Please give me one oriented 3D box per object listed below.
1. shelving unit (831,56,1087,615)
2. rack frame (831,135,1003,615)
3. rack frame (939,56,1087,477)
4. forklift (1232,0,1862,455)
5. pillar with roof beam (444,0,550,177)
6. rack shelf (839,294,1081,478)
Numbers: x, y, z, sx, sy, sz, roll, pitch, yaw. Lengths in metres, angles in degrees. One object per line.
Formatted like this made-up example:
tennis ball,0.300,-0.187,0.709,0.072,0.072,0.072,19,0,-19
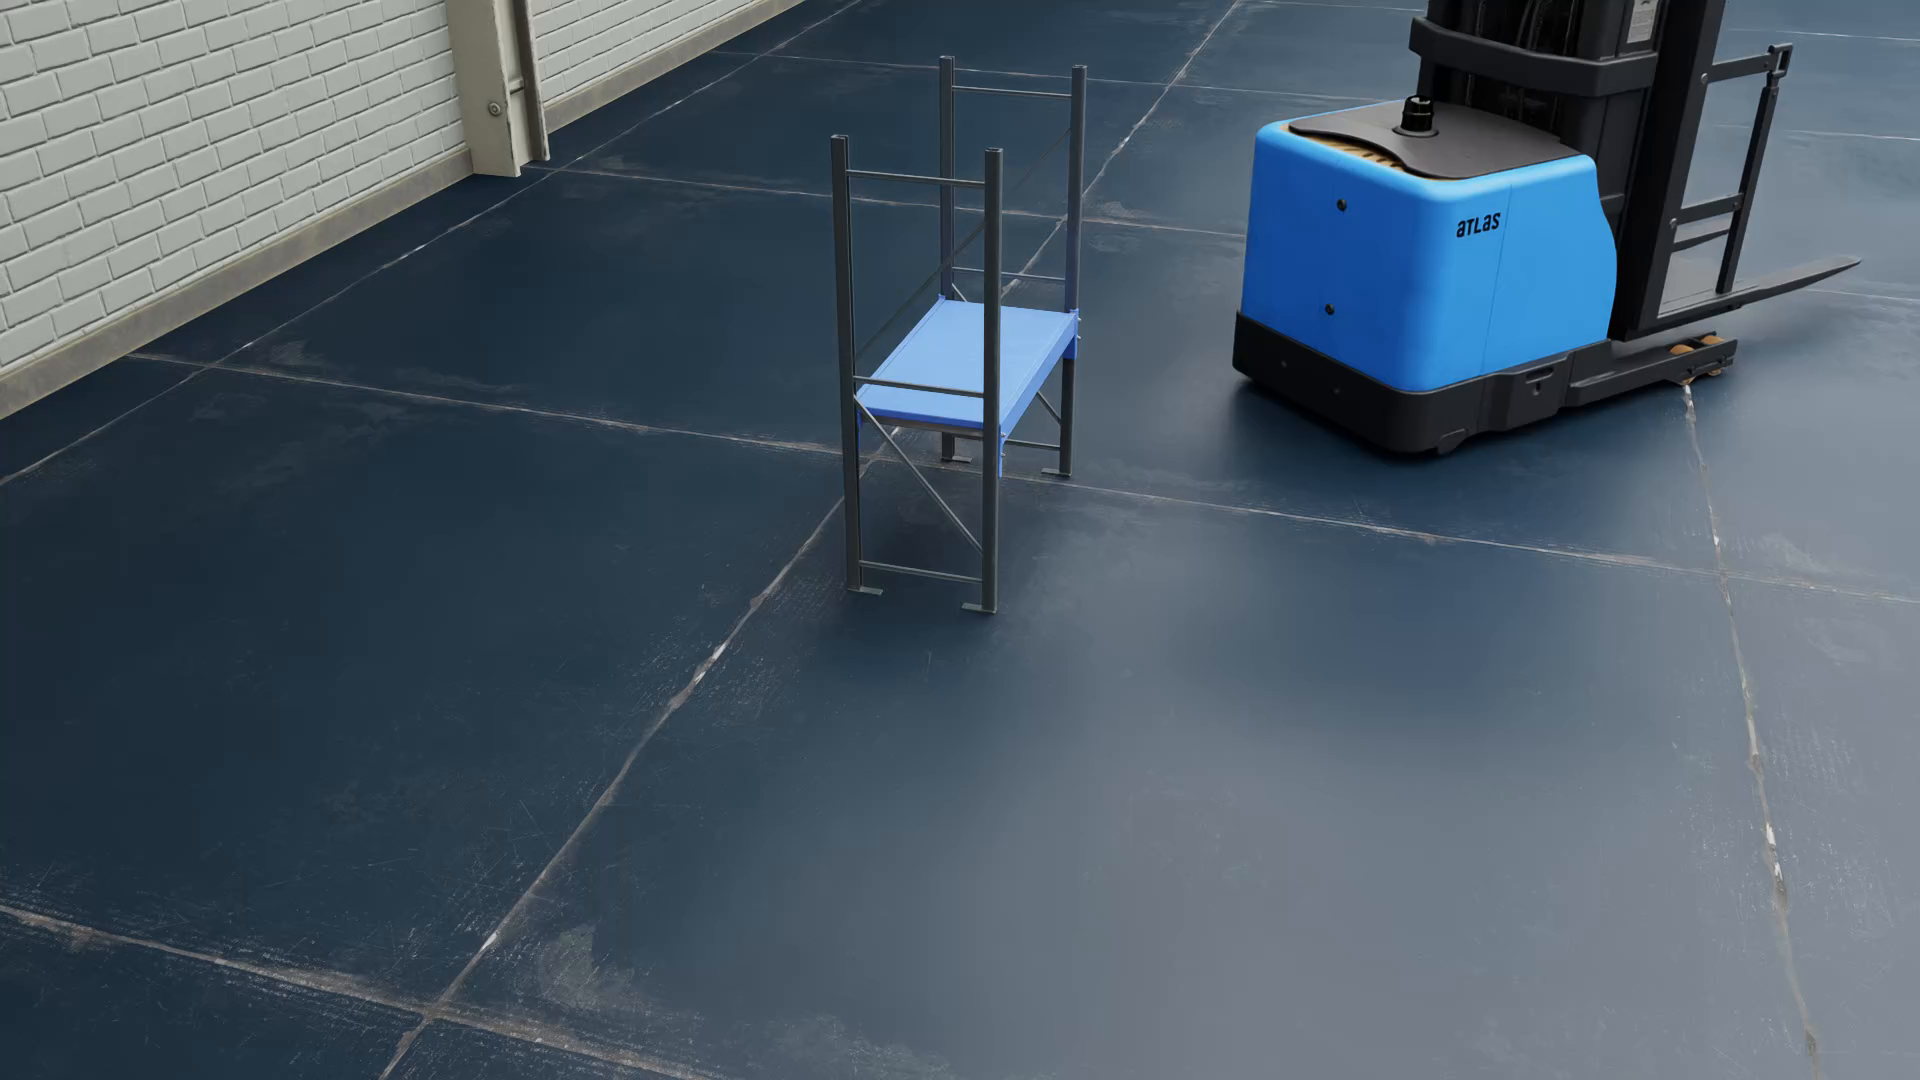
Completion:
shelving unit,0.025,-0.695,5.457,0.538,1.500,1.048,8,30,15
rack frame,-0.124,-0.459,5.032,0.500,1.500,0.032,8,30,15
rack frame,0.174,-0.931,5.881,0.500,1.500,0.032,8,30,15
forklift,2.657,-2.123,6.552,3.031,2.935,1.130,-17,33,-27
pillar with roof beam,1.501,-5.496,6.373,9.100,9.000,0.400,8,30,15
rack shelf,0.025,-0.538,5.544,0.538,0.185,1.000,8,30,15
